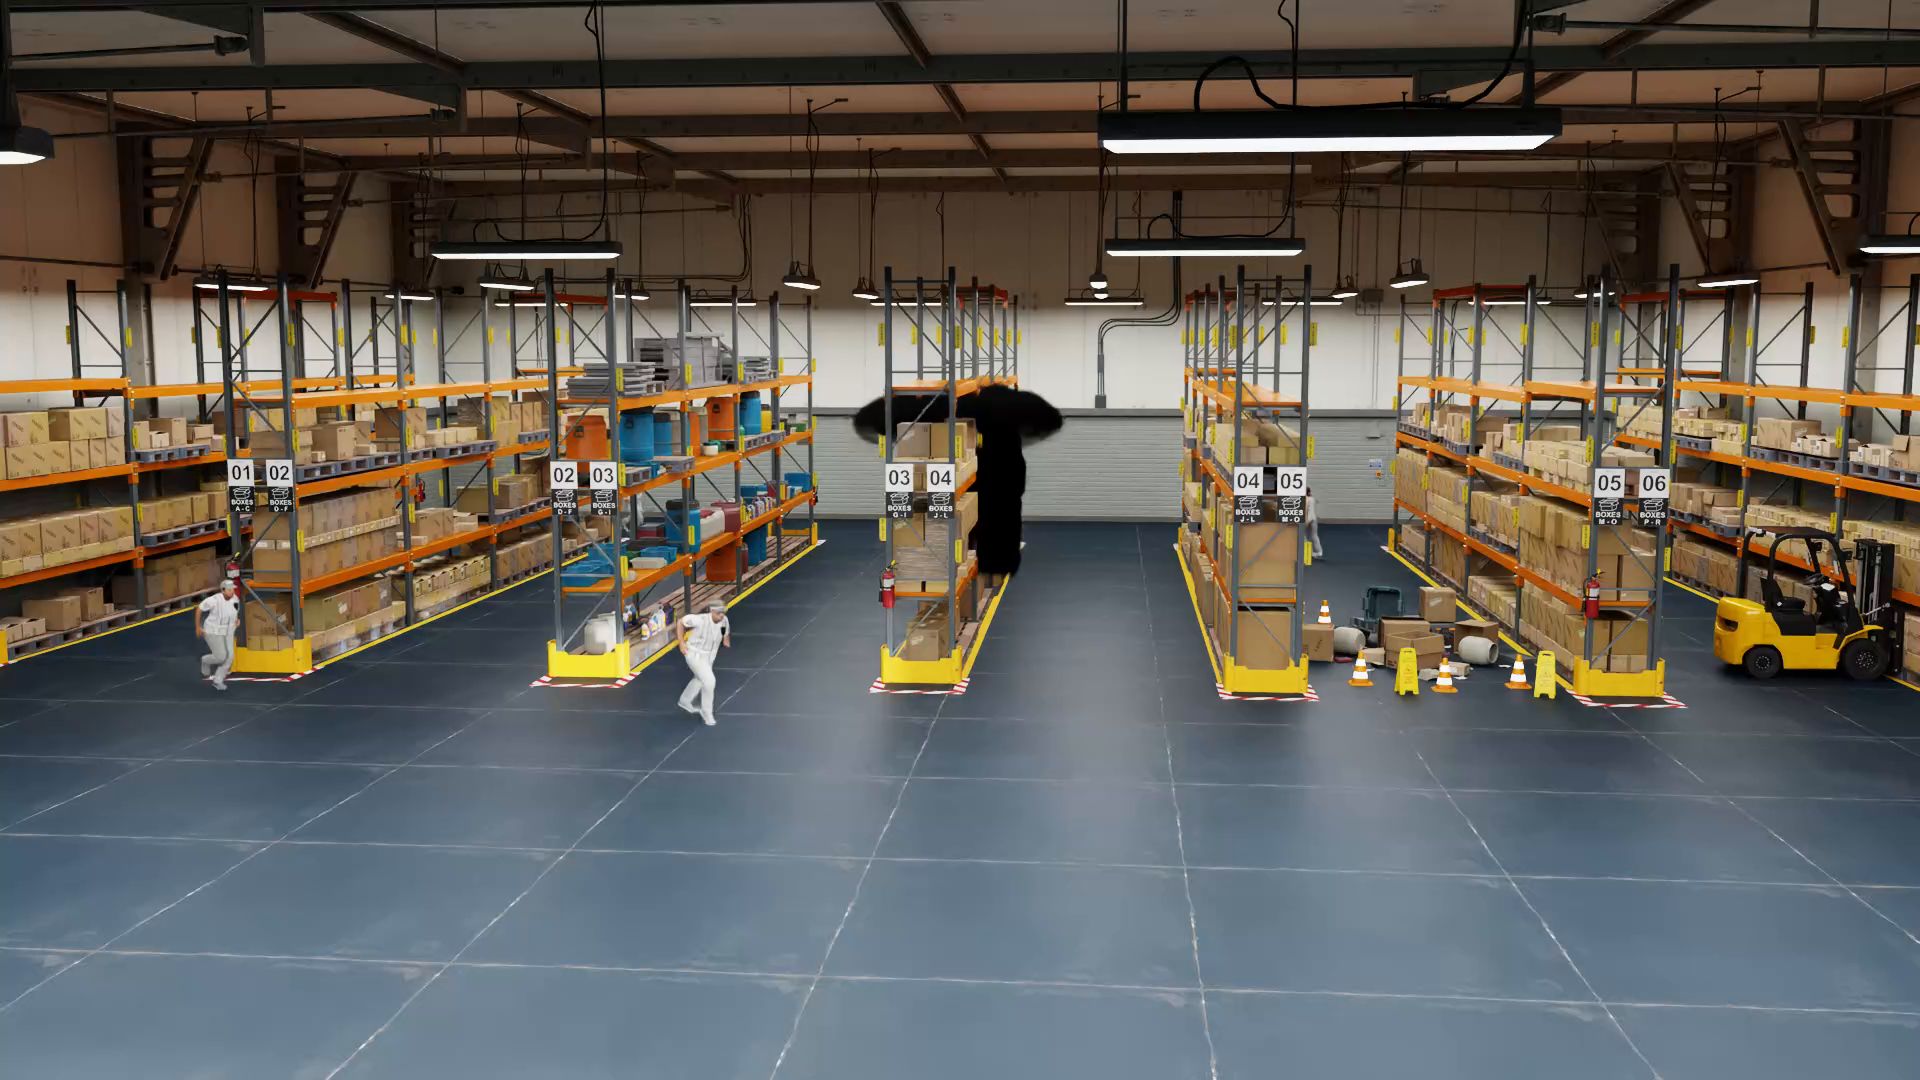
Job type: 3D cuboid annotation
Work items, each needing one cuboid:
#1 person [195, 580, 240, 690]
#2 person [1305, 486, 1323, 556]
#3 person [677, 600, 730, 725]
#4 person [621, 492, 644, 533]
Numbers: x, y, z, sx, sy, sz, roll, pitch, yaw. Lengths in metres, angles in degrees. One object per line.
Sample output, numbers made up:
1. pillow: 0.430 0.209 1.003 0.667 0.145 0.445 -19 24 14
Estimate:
1. person: -10.581 1.353 23.793 0.720 1.598 0.607 4 8 28
2. person: 7.989 -0.422 38.063 0.494 1.608 0.906 -4 8 -28
3. person: -3.400 1.594 21.730 1.023 1.708 0.706 6 9 42
4. person: -8.271 -0.921 41.756 0.911 1.735 0.694 3 7 22
